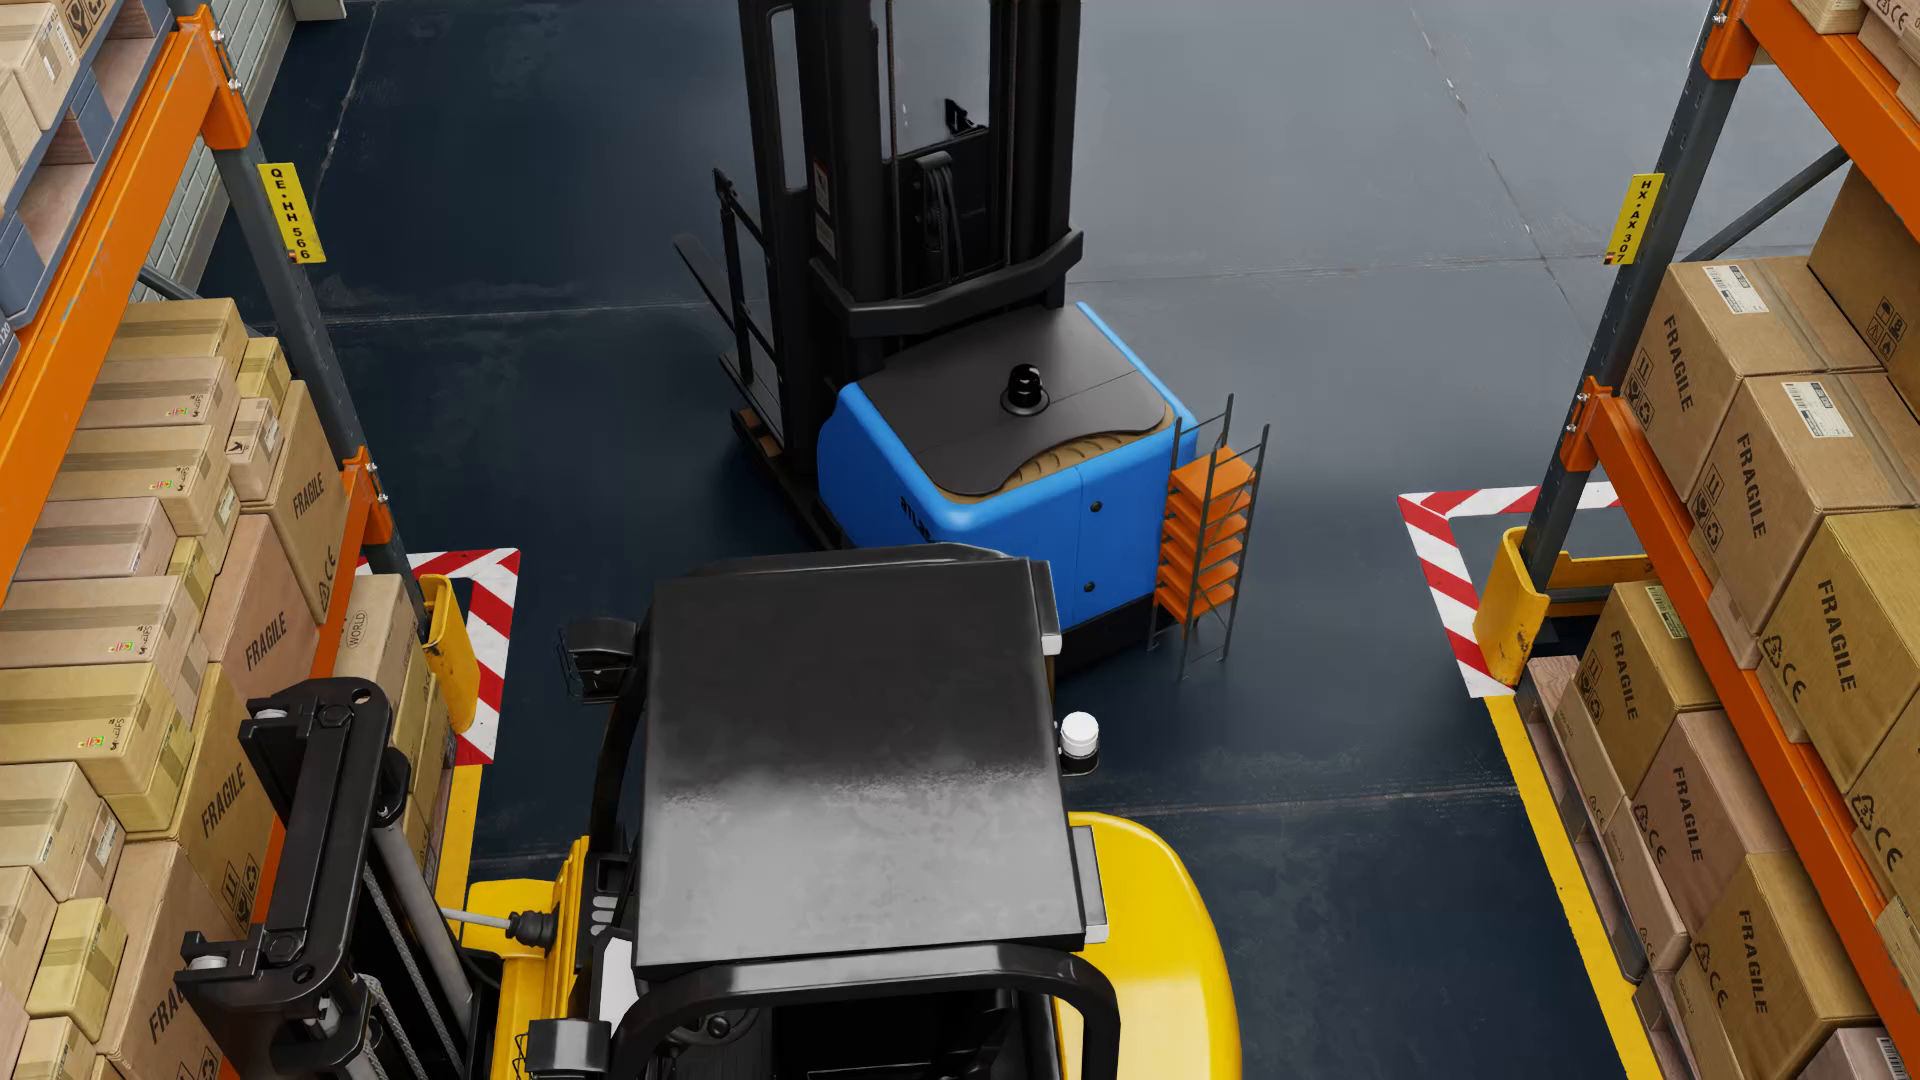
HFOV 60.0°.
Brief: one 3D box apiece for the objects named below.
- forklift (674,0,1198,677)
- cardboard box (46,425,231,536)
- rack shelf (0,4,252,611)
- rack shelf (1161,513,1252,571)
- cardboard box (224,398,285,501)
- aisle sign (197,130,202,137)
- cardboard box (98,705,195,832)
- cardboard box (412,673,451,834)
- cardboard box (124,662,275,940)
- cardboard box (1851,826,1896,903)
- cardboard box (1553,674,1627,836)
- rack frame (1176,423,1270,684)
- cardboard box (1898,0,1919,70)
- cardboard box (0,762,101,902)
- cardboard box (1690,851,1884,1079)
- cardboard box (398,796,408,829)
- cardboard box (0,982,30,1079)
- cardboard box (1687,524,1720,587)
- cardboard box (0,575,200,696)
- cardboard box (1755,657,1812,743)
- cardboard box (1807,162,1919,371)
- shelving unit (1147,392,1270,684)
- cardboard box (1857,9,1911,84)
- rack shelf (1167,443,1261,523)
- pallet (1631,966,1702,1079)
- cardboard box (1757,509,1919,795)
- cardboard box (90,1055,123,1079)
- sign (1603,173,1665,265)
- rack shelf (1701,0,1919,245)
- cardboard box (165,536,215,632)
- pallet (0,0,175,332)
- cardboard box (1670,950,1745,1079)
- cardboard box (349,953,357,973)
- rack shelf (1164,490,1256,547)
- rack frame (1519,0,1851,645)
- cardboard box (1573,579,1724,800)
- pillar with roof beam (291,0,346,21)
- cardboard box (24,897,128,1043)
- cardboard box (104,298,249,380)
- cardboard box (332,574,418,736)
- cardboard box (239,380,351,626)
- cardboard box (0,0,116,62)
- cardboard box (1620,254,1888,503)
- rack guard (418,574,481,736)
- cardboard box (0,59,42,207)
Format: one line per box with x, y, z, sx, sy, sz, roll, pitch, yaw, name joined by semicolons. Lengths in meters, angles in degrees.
-0.318;-1.435;6.091;1.130;2.935;3.031;-22;50;-19;forklift
-2.039;-0.141;4.097;0.380;0.149;0.250;-3;47;-2;cardboard box
-2.212;0.271;2.857;1.077;0.370;4.000;-3;47;-3;rack shelf
0.865;-0.030;5.848;0.258;0.103;0.180;-25;51;-22;rack shelf
-2.020;-0.233;4.389;0.380;0.149;0.250;-3;47;-3;cardboard box
-2.092;-1.351;4.174;0.394;0.787;0.004;-3;47;-3;aisle sign
-1.939;0.511;3.685;0.380;0.149;0.250;-3;47;-3;cardboard box
-2.025;0.730;5.598;0.500;0.250;0.500;-3;47;-3;cardboard box
-1.999;0.660;3.990;0.500;0.500;0.500;-4;47;-4;cardboard box
2.470;0.778;4.120;0.380;0.149;0.250;-5;47;-4;cardboard box
2.359;0.705;5.621;0.500;0.250;0.500;-4;47;-4;cardboard box
0.915;0.077;5.850;0.240;1.200;0.006;-25;51;-22;rack frame
2.376;-1.034;3.496;0.500;0.250;0.500;-4;47;-4;cardboard box
-2.005;0.604;3.392;0.380;0.149;0.250;-3;47;-3;cardboard box
2.443;1.206;4.630;0.500;0.500;0.500;-3;47;-3;cardboard box
-1.996;0.934;5.060;0.500;0.250;0.500;-4;47;-4;cardboard box
-1.962;0.966;3.048;0.380;0.149;0.250;-4;47;-3;cardboard box
2.365;0.027;4.832;0.380;0.149;0.250;-5;47;-5;cardboard box
-1.960;0.225;3.750;0.380;0.149;0.250;-2;47;-2;cardboard box
2.396;0.398;4.480;0.380;0.149;0.250;-2;47;-2;cardboard box
2.827;-0.821;4.499;0.700;0.500;0.500;-5;47;-4;cardboard box
0.865;0.022;5.903;0.258;1.200;0.189;-25;51;-22;shelving unit
2.382;-1.197;3.925;0.380;0.149;0.250;-5;47;-5;cardboard box
0.866;-0.195;5.674;0.258;0.103;0.180;-25;51;-22;rack shelf
2.705;1.788;4.911;1.003;0.211;1.213;-3;47;-3;pallet
2.420;0.269;4.155;0.500;0.500;0.500;-4;47;-4;cardboard box
-1.925;1.388;3.300;0.500;0.500;0.500;-4;47;-4;cardboard box
2.026;-0.961;4.998;0.100;0.325;0.005;-3;47;-3;sign
2.734;-0.034;3.145;1.077;0.370;4.000;-3;47;-3;rack shelf
-2.050;0.139;4.037;0.380;0.149;0.250;-4;47;-4;cardboard box
-2.346;-0.880;3.512;1.003;0.211;1.213;-3;47;-3;pallet
2.452;1.469;4.898;0.500;0.250;0.500;-1;47;-1;cardboard box
-1.929;1.113;4.546;0.500;0.250;0.500;-3;47;-3;cardboard box
0.865;-0.113;5.761;0.258;0.103;0.180;-25;51;-22;rack shelf
2.567;-0.697;5.344;1.000;3.000;0.127;-3;47;-3;rack frame
2.361;0.464;5.332;0.500;0.500;0.500;-5;47;-5;cardboard box
0.568;-6.499;6.707;9.100;9.000;0.400;-3;47;-3;pillar with roof beam
-1.919;0.878;3.337;0.380;0.149;0.250;-4;47;-4;cardboard box
-2.139;-0.506;4.442;0.380;0.149;0.250;-3;47;-3;cardboard box
-2.030;0.379;5.241;0.500;0.250;0.500;-2;47;-2;cardboard box
-2.077;-0.086;4.697;0.500;0.500;0.500;-4;47;-4;cardboard box
-2.099;-1.331;3.452;0.500;0.500;0.500;-2;47;-2;cardboard box
2.330;-0.474;4.859;0.500;0.500;0.500;-4;47;-4;cardboard box
-2.381;0.450;5.979;1.175;0.500;0.348;-3;47;-3;rack guard
-1.986;-0.792;3.102;0.396;0.266;0.258;-3;47;-3;cardboard box
